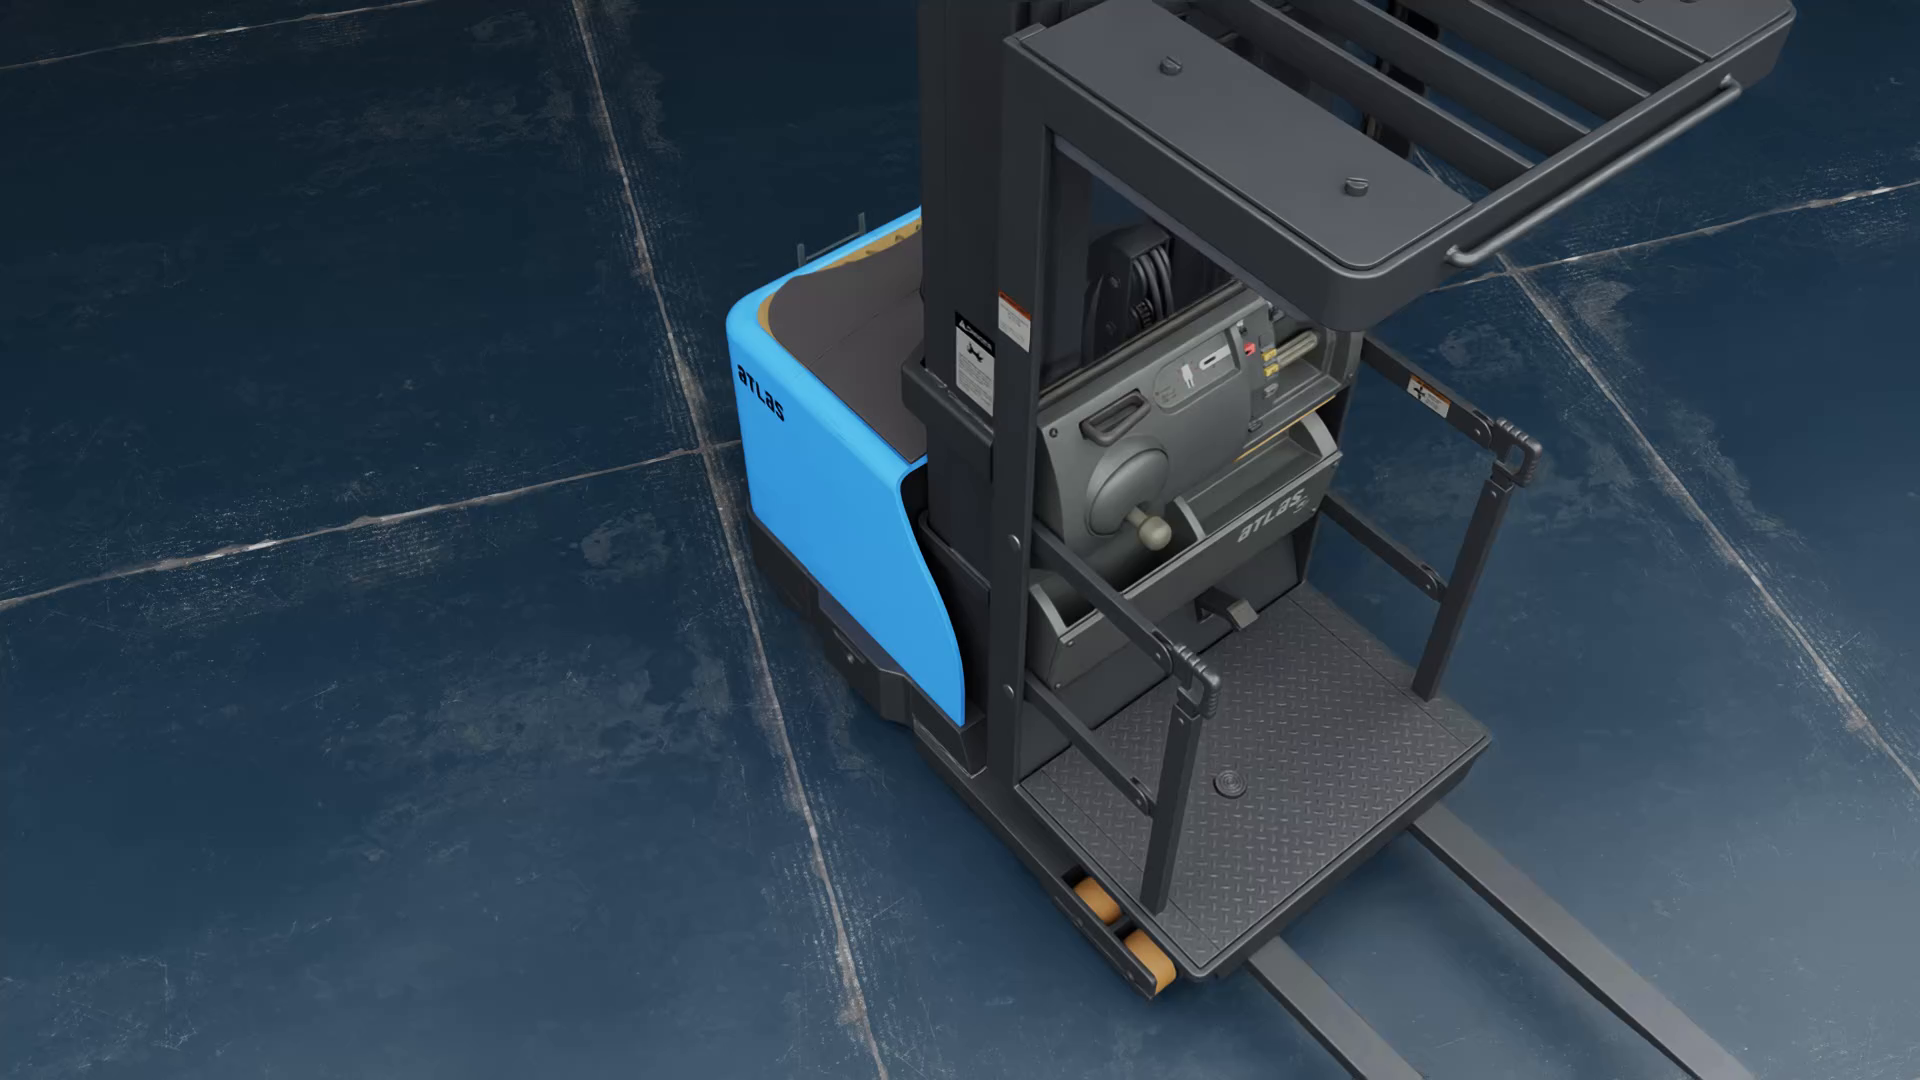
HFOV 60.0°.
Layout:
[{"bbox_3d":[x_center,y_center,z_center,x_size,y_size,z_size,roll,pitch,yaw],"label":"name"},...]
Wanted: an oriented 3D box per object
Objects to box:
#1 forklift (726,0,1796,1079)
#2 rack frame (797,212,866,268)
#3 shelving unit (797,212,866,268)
[{"bbox_3d":[0.683,-0.223,3.521,1.130,2.935,3.031,-32,57,-24],"label":"forklift"},{"bbox_3d":[-0.375,-0.613,5.178,0.240,0.900,0.006,-32,57,-24],"label":"rack frame"},{"bbox_3d":[-0.310,-0.553,5.128,0.258,0.900,0.210,-32,57,-24],"label":"shelving unit"}]
